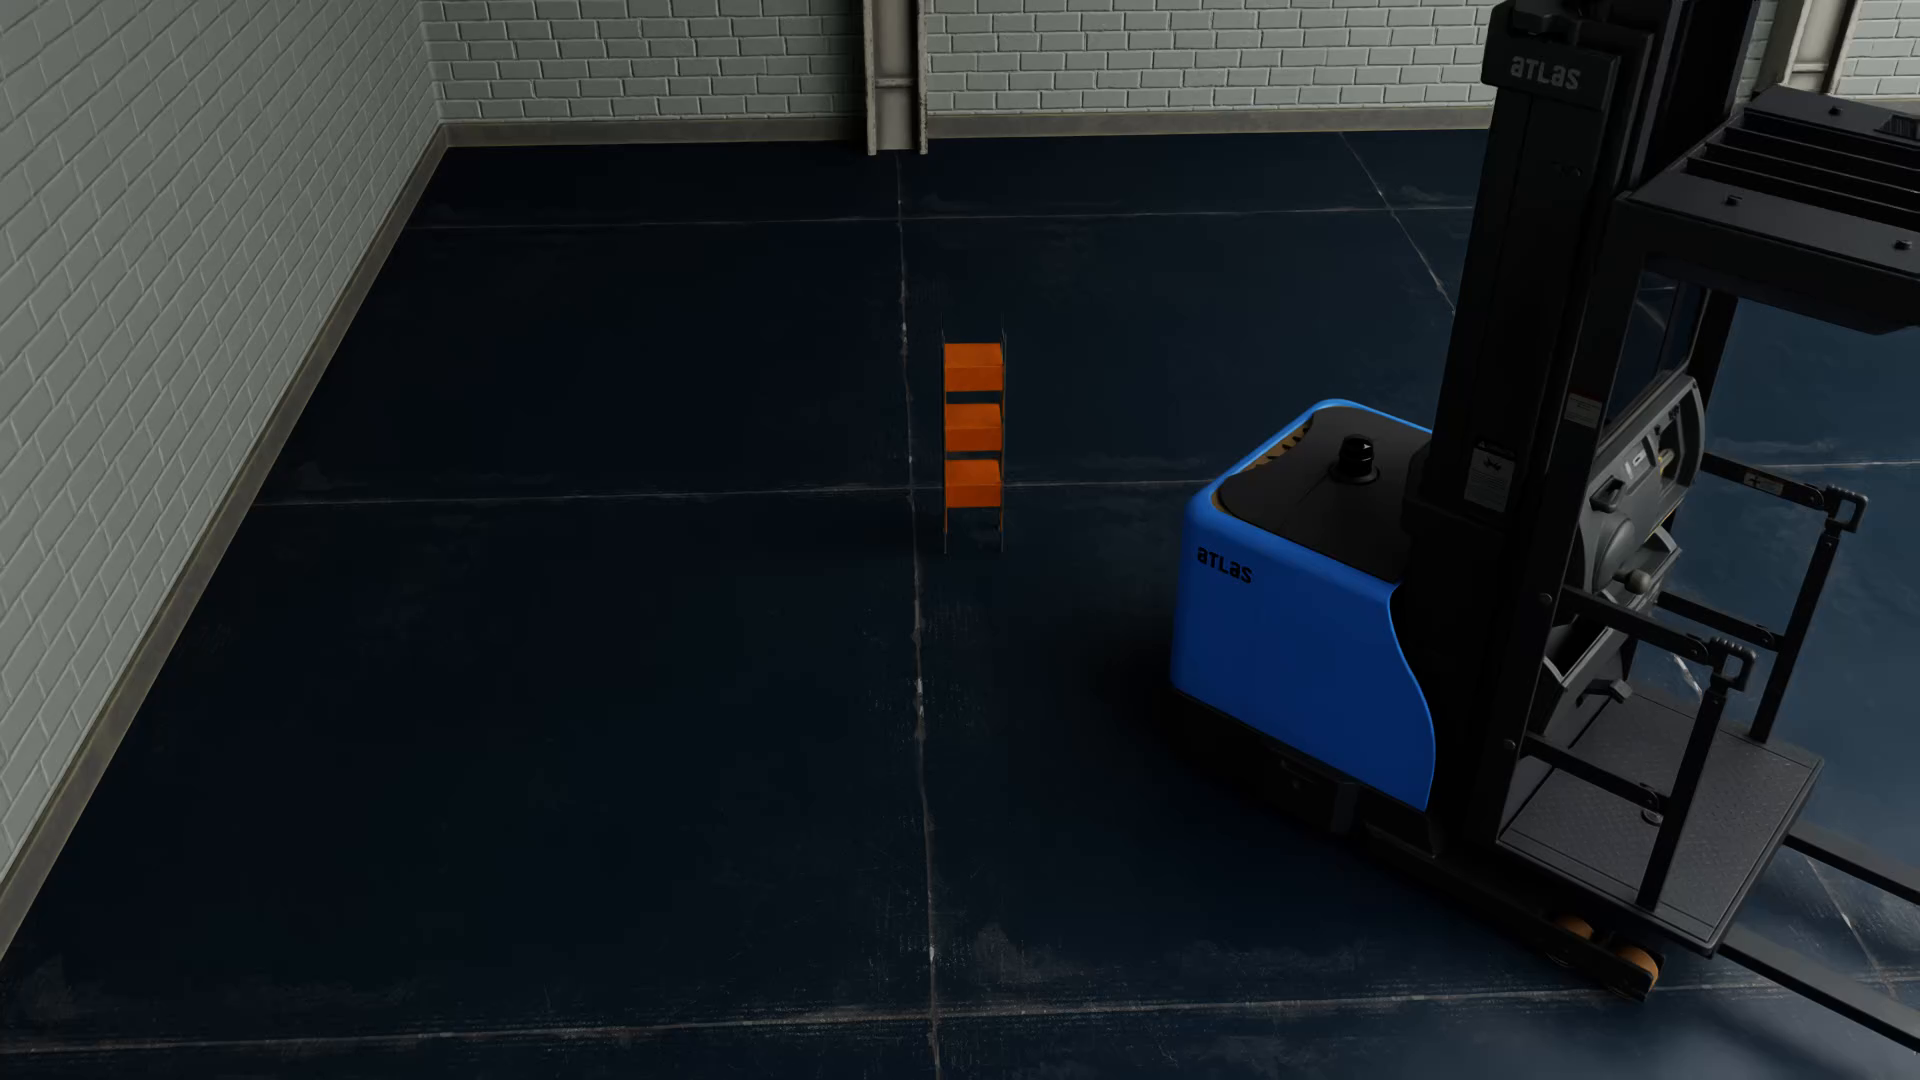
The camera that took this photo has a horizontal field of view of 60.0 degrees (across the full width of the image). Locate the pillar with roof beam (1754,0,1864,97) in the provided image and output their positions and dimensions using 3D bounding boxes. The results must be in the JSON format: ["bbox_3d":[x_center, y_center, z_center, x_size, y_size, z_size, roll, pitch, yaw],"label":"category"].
[{"bbox_3d":[5.780,-4.030,5.166,0.400,9.000,9.100,-2,35,-2],"label":"pillar with roof beam"}]

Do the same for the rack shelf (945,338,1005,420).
[{"bbox_3d":[0.053,-0.658,6.798,0.240,0.259,0.215,-2,35,-2],"label":"rack shelf"}]

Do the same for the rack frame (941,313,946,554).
[{"bbox_3d":[-0.068,-0.430,6.949,0.008,1.050,0.200,-2,35,-2],"label":"rack frame"}]

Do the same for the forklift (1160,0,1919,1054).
[{"bbox_3d":[2.189,-0.118,4.844,3.031,2.935,1.130,26,42,32],"label":"forklift"}]

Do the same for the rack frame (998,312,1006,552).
[{"bbox_3d":[0.175,-0.436,6.958,0.008,1.050,0.200,-2,35,-2],"label":"rack frame"}]

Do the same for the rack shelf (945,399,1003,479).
[{"bbox_3d":[0.053,-0.424,6.959,0.240,0.259,0.215,-2,35,-2],"label":"rack shelf"}]

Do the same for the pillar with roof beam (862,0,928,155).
[{"bbox_3d":[-0.214,-3.869,4.932,0.400,9.000,9.100,-2,35,-2],"label":"pillar with roof beam"}]

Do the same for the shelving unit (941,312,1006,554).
[{"bbox_3d":[0.053,-0.433,6.953,0.252,1.050,0.215,-2,35,-2],"label":"shelving unit"}]

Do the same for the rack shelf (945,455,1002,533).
[{"bbox_3d":[0.053,-0.196,7.117,0.240,0.259,0.215,-2,35,-2],"label":"rack shelf"}]
